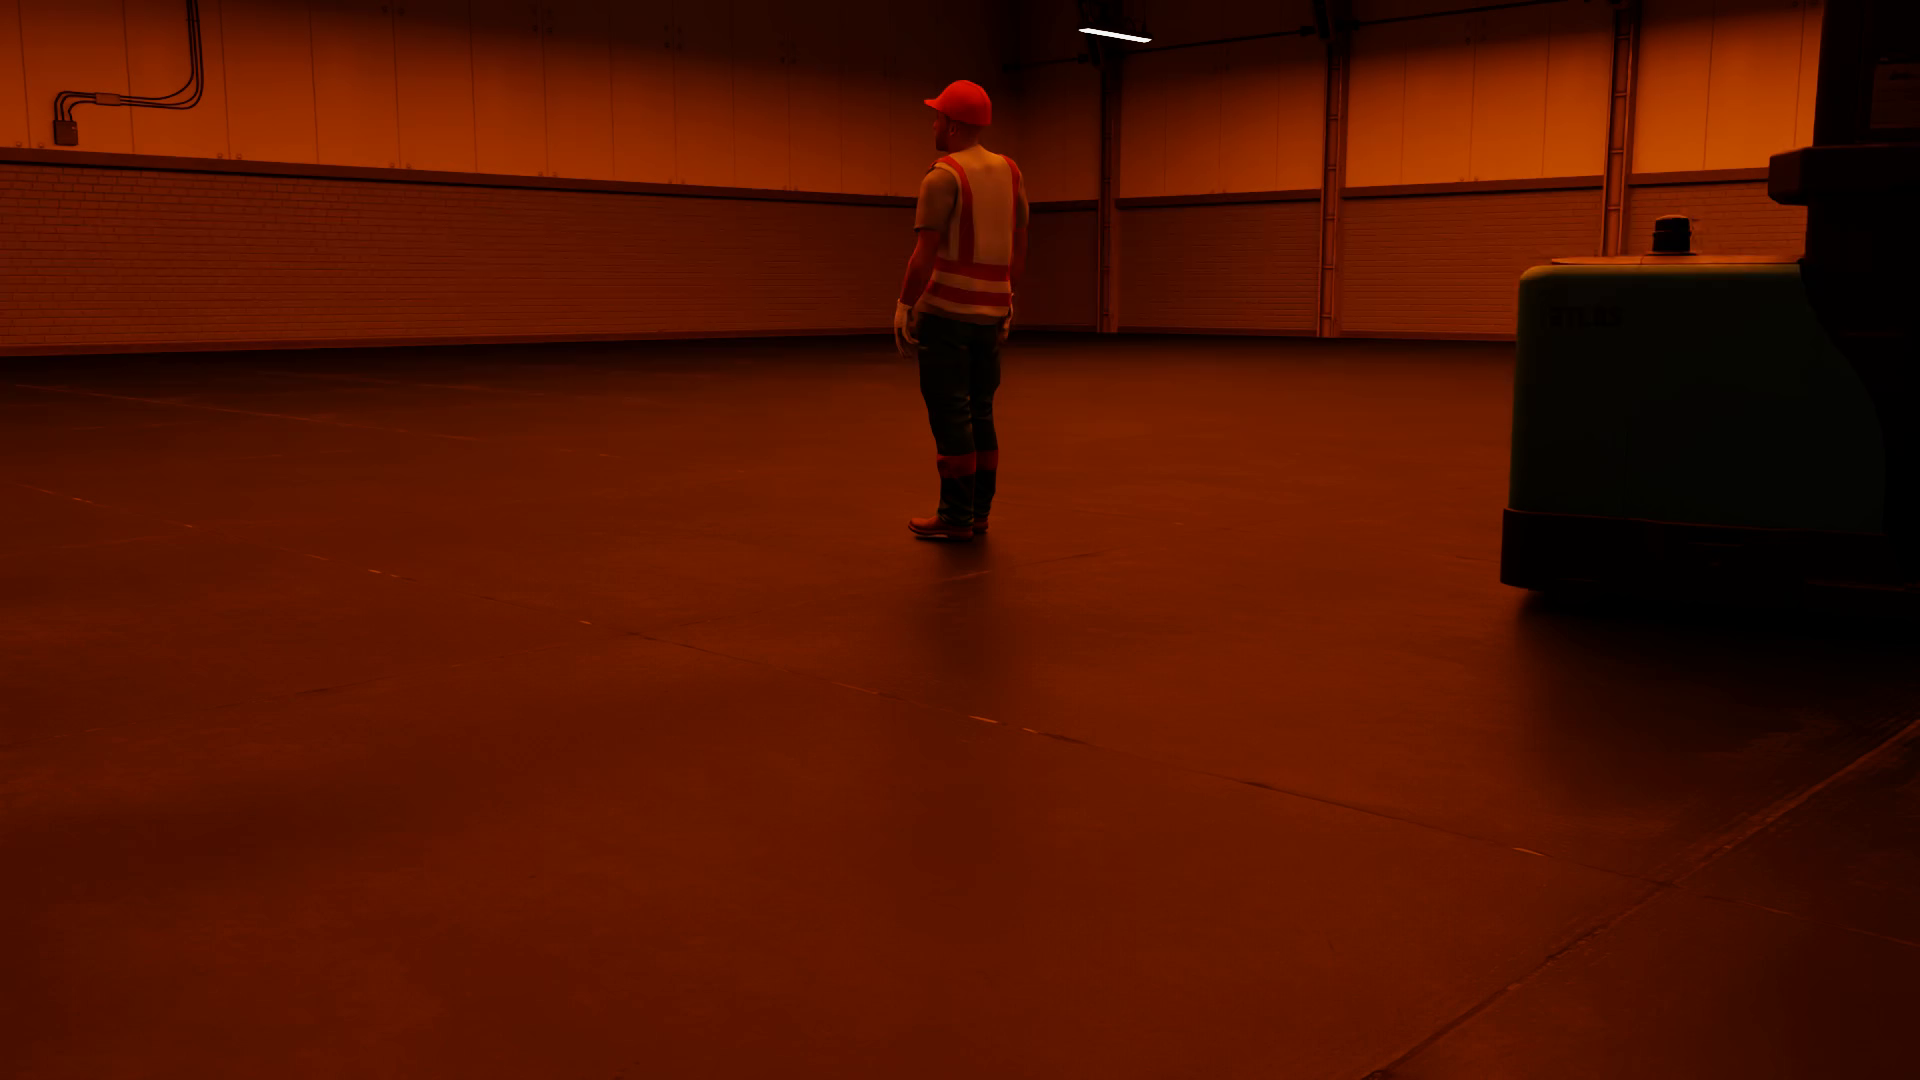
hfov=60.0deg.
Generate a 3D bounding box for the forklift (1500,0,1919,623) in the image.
[{"bbox_3d":[3.270,-1.191,4.783,3.031,2.935,1.130,5,10,29],"label":"forklift"}]

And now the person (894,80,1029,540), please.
[{"bbox_3d":[-0.050,-0.902,6.647,0.562,1.790,0.637,8,12,43],"label":"person"}]
